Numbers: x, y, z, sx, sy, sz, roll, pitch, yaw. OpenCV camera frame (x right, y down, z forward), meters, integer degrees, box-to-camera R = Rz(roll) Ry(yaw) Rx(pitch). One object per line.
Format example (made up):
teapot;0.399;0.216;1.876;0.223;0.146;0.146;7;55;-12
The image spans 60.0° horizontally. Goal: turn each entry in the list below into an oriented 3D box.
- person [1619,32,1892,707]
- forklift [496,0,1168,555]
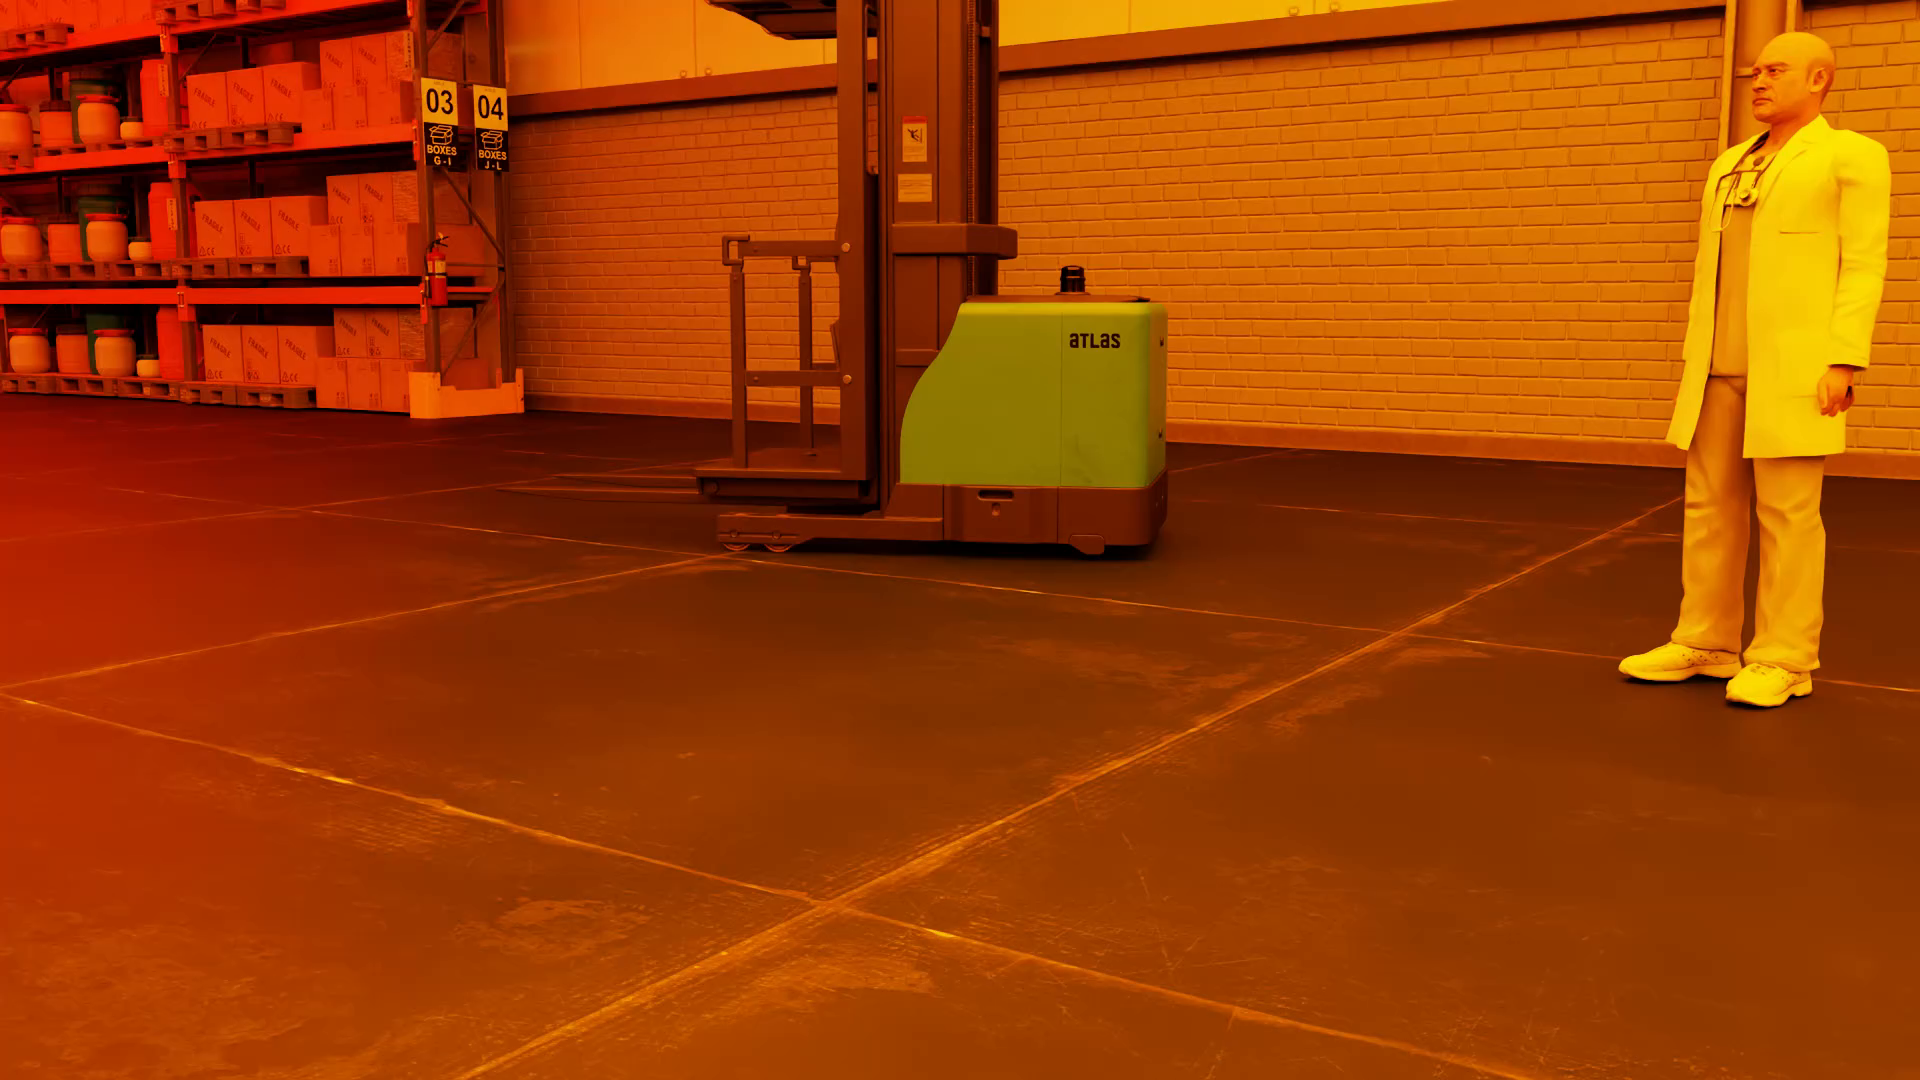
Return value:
person;2.162;-0.460;4.508;0.392;1.782;0.547;-4;9;-27
forklift;-0.596;-1.469;7.520;3.031;2.935;1.130;2;8;12
